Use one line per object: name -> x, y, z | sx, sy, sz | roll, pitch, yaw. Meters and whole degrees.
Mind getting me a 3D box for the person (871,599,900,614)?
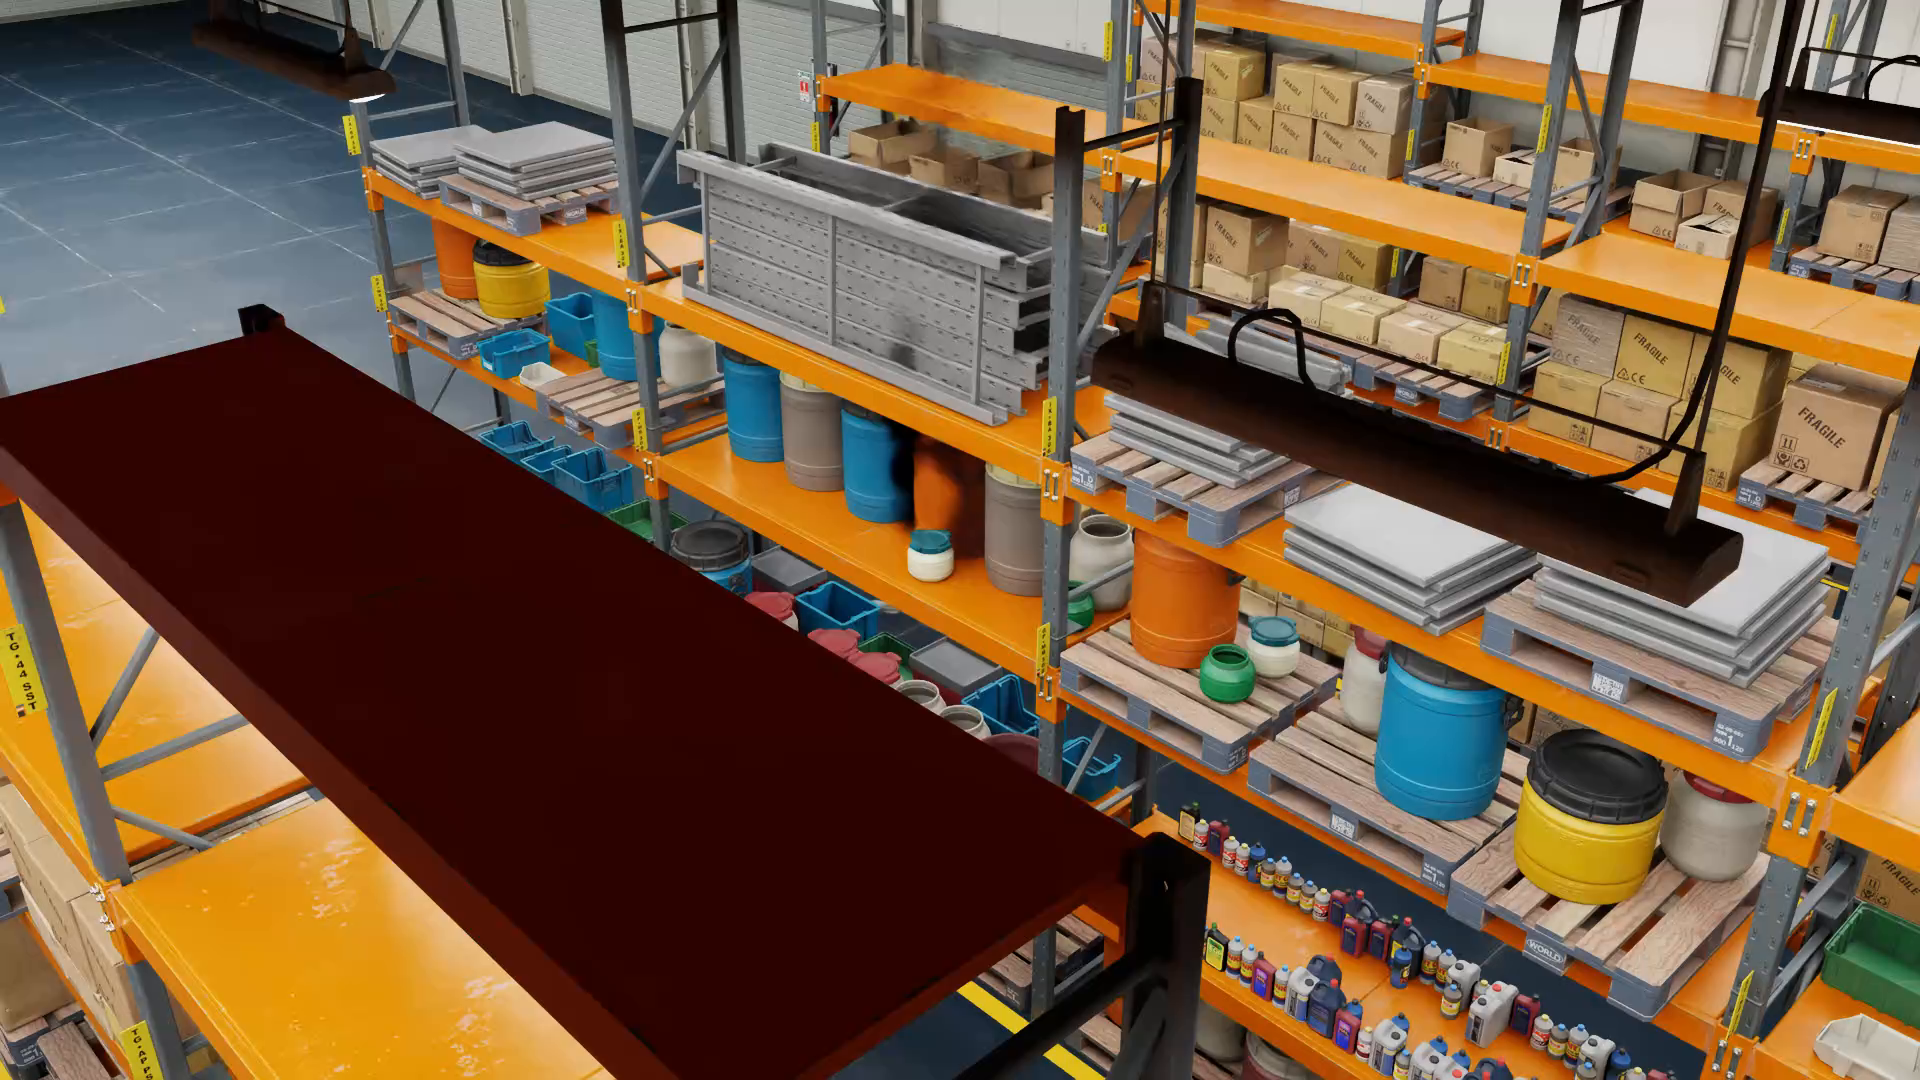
person -> -0.584, -0.089, 14.641 | 0.602, 1.694, 0.664 | 15, 32, 26
